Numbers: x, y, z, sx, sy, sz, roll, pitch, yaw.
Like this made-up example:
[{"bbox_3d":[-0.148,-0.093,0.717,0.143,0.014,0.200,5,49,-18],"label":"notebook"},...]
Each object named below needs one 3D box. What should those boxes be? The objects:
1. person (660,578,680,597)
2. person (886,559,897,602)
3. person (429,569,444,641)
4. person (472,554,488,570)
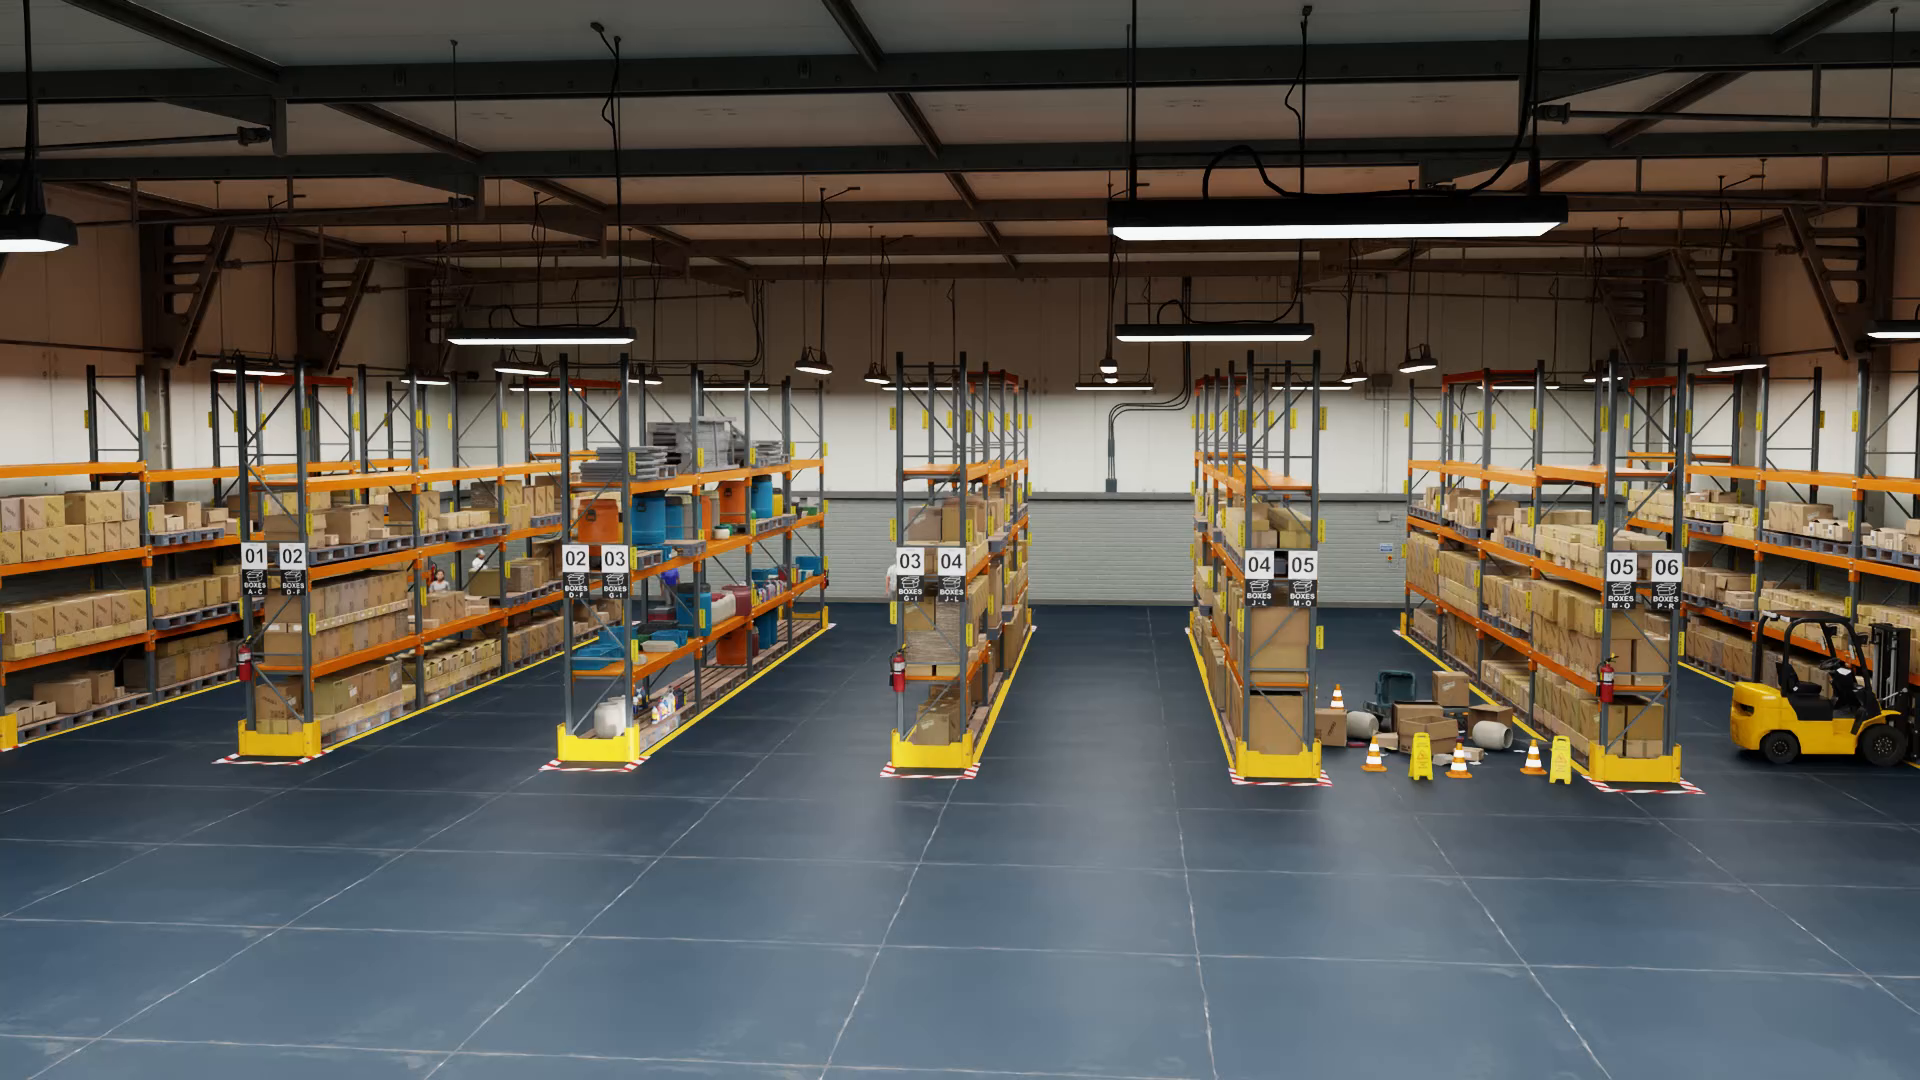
[{"bbox_3d":[-7.209,0.937,41.427,0.473,0.988,0.412,-2,4,-21],"label":"person"},{"bbox_3d":[-1.548,1.228,41.235,0.577,1.664,1.099,0,4,2],"label":"person"},{"bbox_3d":[-11.935,1.478,38.103,0.437,1.612,1.082,0,4,2],"label":"person"},{"bbox_3d":[-12.508,1.101,43.341,0.402,1.670,0.504,0,4,6],"label":"person"}]
